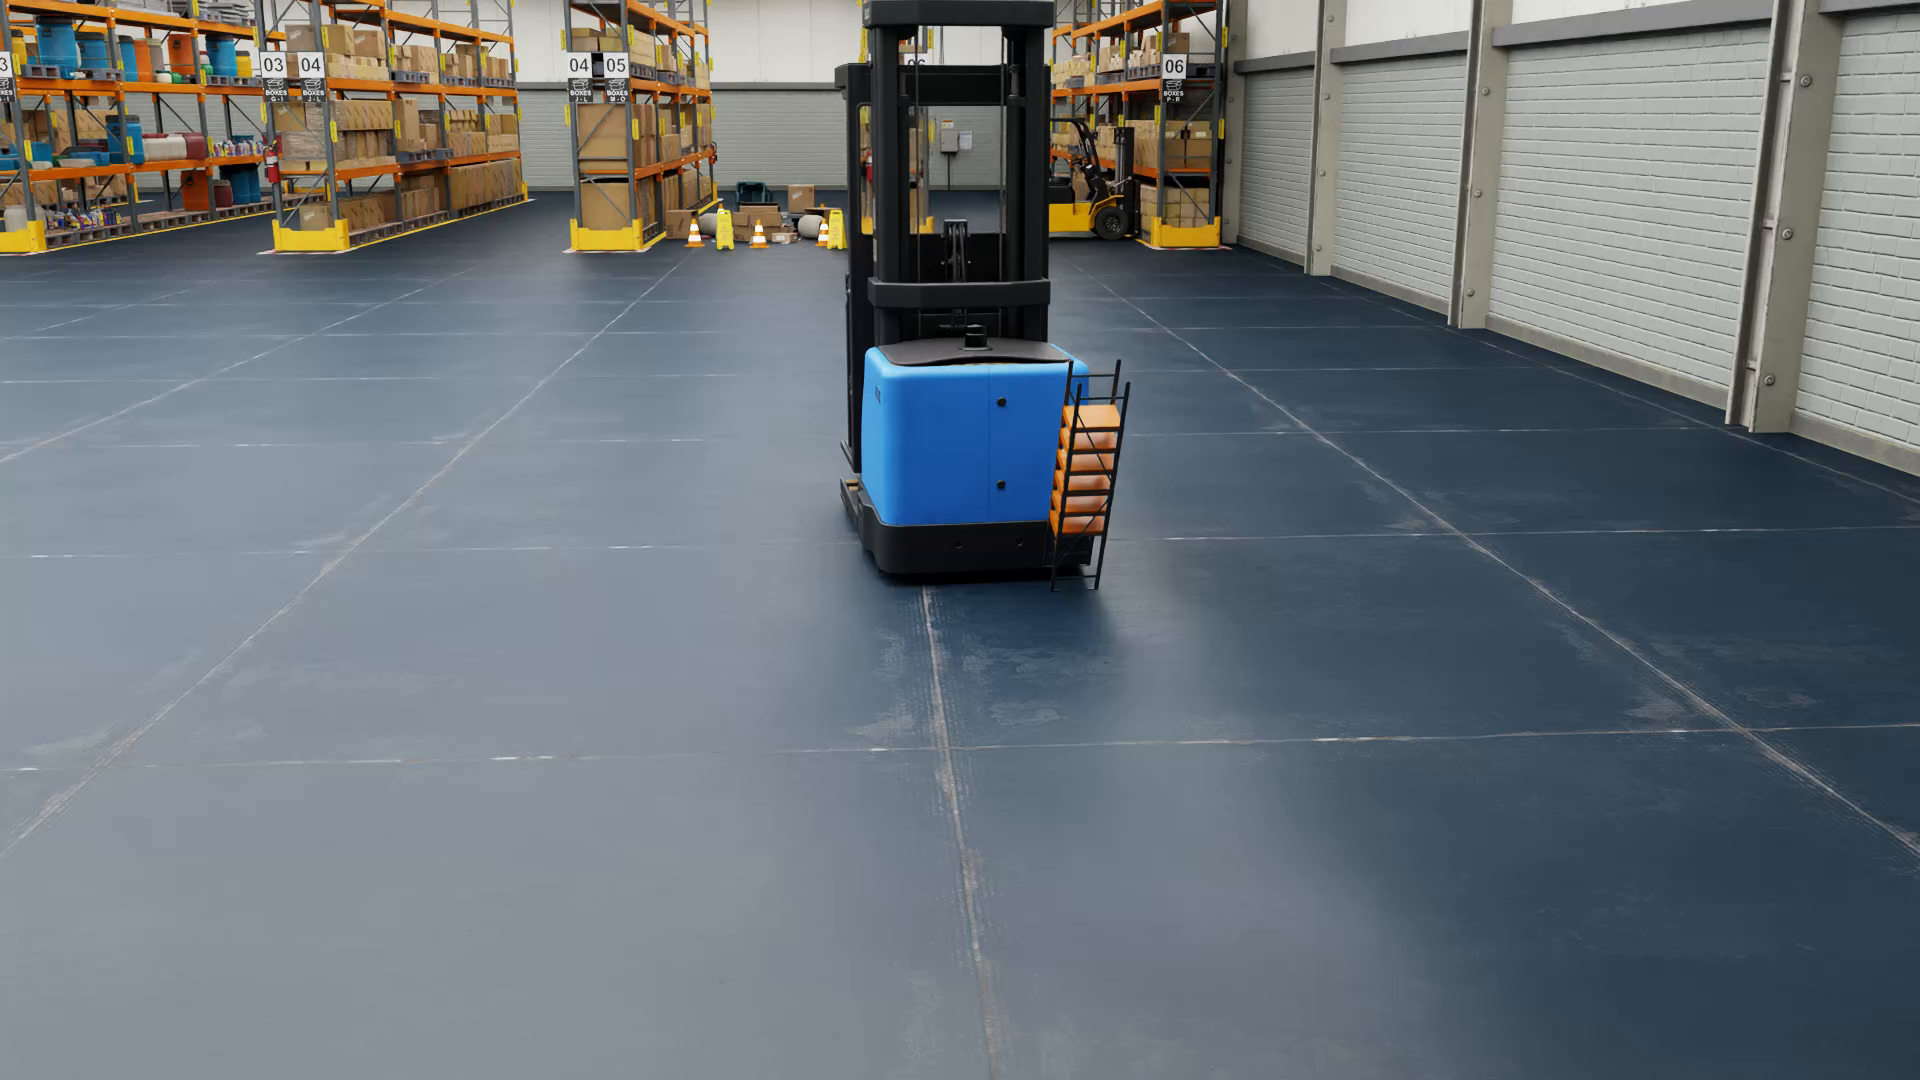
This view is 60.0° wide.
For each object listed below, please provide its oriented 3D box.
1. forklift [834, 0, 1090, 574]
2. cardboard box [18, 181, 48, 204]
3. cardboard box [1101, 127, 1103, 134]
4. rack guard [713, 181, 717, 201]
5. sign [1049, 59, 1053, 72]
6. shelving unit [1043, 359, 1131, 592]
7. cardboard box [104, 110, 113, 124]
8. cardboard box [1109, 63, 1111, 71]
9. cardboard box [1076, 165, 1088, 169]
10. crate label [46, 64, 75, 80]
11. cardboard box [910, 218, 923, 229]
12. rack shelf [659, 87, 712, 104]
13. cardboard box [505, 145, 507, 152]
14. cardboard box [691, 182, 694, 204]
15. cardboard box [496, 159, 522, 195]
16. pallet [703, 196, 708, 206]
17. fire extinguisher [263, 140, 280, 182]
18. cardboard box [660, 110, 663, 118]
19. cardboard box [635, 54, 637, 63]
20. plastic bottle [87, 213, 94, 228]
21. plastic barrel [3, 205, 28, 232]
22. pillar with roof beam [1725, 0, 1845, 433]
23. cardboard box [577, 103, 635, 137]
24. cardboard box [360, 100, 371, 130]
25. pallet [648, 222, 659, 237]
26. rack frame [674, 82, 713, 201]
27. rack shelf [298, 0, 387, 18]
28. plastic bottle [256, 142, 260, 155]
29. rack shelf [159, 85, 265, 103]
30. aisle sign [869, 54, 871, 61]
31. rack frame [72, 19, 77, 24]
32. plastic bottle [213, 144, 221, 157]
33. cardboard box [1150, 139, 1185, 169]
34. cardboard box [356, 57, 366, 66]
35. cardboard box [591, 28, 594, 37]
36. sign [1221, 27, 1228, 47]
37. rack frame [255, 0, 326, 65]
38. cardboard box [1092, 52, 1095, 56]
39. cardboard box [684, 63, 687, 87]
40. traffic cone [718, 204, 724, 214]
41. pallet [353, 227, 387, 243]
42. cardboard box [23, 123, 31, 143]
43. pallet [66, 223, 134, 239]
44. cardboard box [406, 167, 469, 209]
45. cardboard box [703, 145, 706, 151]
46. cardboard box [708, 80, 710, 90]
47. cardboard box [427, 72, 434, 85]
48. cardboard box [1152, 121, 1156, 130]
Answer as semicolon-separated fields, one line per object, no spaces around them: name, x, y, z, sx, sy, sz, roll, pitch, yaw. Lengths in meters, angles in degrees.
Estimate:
forklift;-0.101;-1.574;9.260;1.130;2.935;3.031;-2;15;-9
cardboard box;-21.226;-7.935;37.981;0.500;0.500;0.500;-1;14;-3
cardboard box;3.201;-8.711;35.359;0.380;0.149;0.250;0;14;-2
rack guard;-6.963;-9.143;43.558;1.175;0.500;0.348;-1;14;-3
sign;2.379;-12.419;43.500;0.100;0.325;0.005;-1;14;-3
shelving unit;0.580;-0.282;7.766;0.258;1.200;0.189;-2;39;-9
cardboard box;-21.478;-10.469;41.490;0.500;0.500;0.500;0;14;-2
cardboard box;3.245;-9.610;33.799;0.380;0.149;0.250;-1;14;-4
cardboard box;2.985;-8.915;39.931;0.380;0.149;0.250;-1;14;-4
crate label;-15.663;-8.116;28.831;0.502;0.251;0.408;-1;14;-3
cardboard box;-0.816;-5.571;29.335;0.500;0.250;0.500;-1;14;-4
rack shelf;-6.844;-10.979;41.102;1.077;0.370;4.000;-1;14;-3
cardboard box;-11.480;-9.736;41.349;0.380;0.149;0.250;-1;14;-2
cardboard box;-6.364;-7.935;38.020;0.500;0.500;0.500;-1;14;-5
cardboard box;-11.805;-9.337;42.718;0.875;0.875;0.875;-1;14;-3
pallet;-6.876;-8.498;41.630;1.003;0.211;1.213;-1;14;-3
fire extinguisher;-11.386;-6.269;27.525;0.296;0.674;0.183;-1;14;-3
cardboard box;-6.356;-8.423;33.537;0.700;0.500;0.500;-1;14;-4
cardboard box;-5.710;-8.192;28.286;0.380;0.149;0.250;-1;14;-3
plastic bottle;-15.718;-5.773;30.037;0.097;0.271;0.097;0;14;0
plastic barrel;-15.994;-5.426;28.246;0.421;0.512;0.421;0;14;0
pillar with roof beam;1.586;-5.122;10.873;9.100;9.000;0.400;-1;14;-3
cardboard box;-5.961;-7.082;28.062;0.875;0.550;0.550;-1;14;-3
cardboard box;-10.789;-7.532;29.478;0.500;0.500;0.500;-1;14;-3
pallet;-6.256;-5.847;31.328;1.003;0.211;1.213;-1;14;-3
rack frame;-6.968;-10.372;43.320;1.000;3.000;0.127;-1;14;-3
rack shelf;-11.057;-9.394;28.930;1.077;0.370;4.000;-1;14;-3
plastic bottle;-16.213;-9.043;38.388;0.061;0.283;0.133;-1;14;-3
rack shelf;-16.496;-9.856;36.739;1.077;0.370;4.000;-1;14;-3
aisle sign;-1.328;-7.734;27.847;0.394;0.787;0.004;-1;14;-3
rack frame;-21.812;-13.074;41.781;1.000;3.000;0.127;-1;14;-3
plastic bottle;-16.105;-8.422;35.990;0.152;0.276;0.135;-1;14;-3
cardboard box;3.619;-6.739;28.998;0.500;0.500;0.500;-1;14;-5
cardboard box;-10.786;-8.506;29.545;0.380;0.149;0.250;0;14;-1
cardboard box;-6.350;-8.503;27.894;0.380;0.149;0.250;-1;14;-3
sign;4.466;-8.494;28.085;0.100;0.325;0.005;-1;14;-3
rack frame;-10.933;-9.247;26.907;1.000;3.000;0.127;-1;14;-3
cardboard box;3.305;-11.344;39.108;0.396;0.266;0.258;-1;14;-3
cardboard box;-6.316;-10.278;36.734;0.500;0.500;0.500;-1;14;-3
traffic cone;-4.801;-6.516;33.423;0.336;0.463;0.334;-1;14;-3
pallet;-11.026;-5.515;30.039;1.003;0.211;1.213;-1;14;-3
cardboard box;-21.758;-9.305;38.126;0.700;0.500;0.500;-6;16;-22
pallet;-16.125;-5.742;30.919;1.003;0.211;1.213;-1;14;-3
cardboard box;-11.451;-7.678;36.268;1.225;0.875;0.875;-2;15;-6
cardboard box;-6.631;-9.920;42.067;0.380;0.149;0.250;-2;15;-6
cardboard box;-6.676;-11.643;42.541;0.500;0.250;0.500;-1;14;-5
cardboard box;-11.111;-9.474;34.108;0.500;0.250;0.500;-1;14;-4
cardboard box;3.589;-7.290;29.241;0.380;0.149;0.250;-1;14;-2
